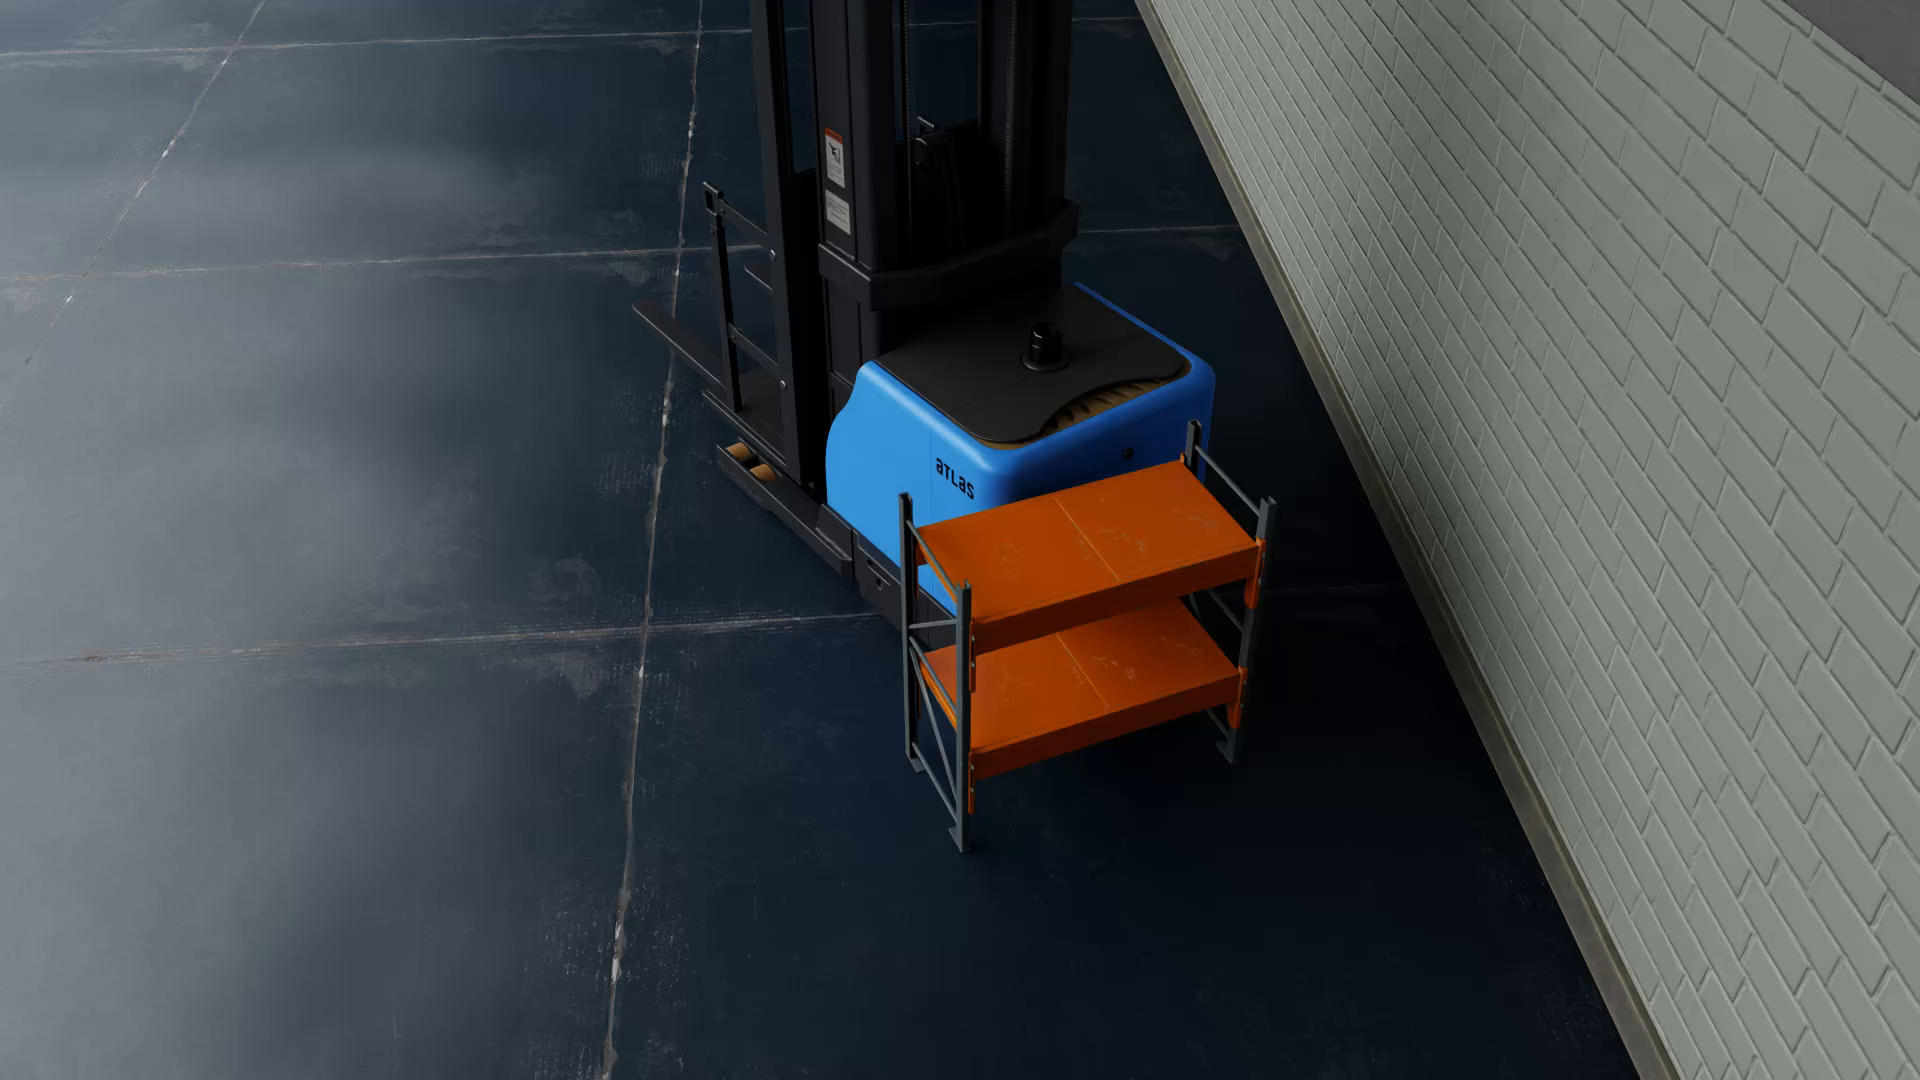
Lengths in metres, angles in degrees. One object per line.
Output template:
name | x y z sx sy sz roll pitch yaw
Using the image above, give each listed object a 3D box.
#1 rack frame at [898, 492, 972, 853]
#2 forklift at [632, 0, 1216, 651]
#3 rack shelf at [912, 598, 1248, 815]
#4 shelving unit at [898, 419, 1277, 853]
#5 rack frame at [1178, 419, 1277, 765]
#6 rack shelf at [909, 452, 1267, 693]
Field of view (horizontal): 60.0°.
rack frame | -0.078 0.439 5.286 0.032 1.125 0.500 -15 41 -18
forklift | -0.371 -1.460 6.235 1.130 2.935 3.031 -25 45 -28
rack shelf | 0.389 0.507 5.594 1.000 0.278 0.538 -15 41 -18
shelving unit | 0.389 0.315 5.443 1.048 1.125 0.538 -15 41 -18
rack frame | 0.857 0.191 5.600 0.032 1.125 0.500 -15 41 -18
rack shelf | 0.389 0.085 5.261 1.000 0.278 0.538 -15 41 -18
